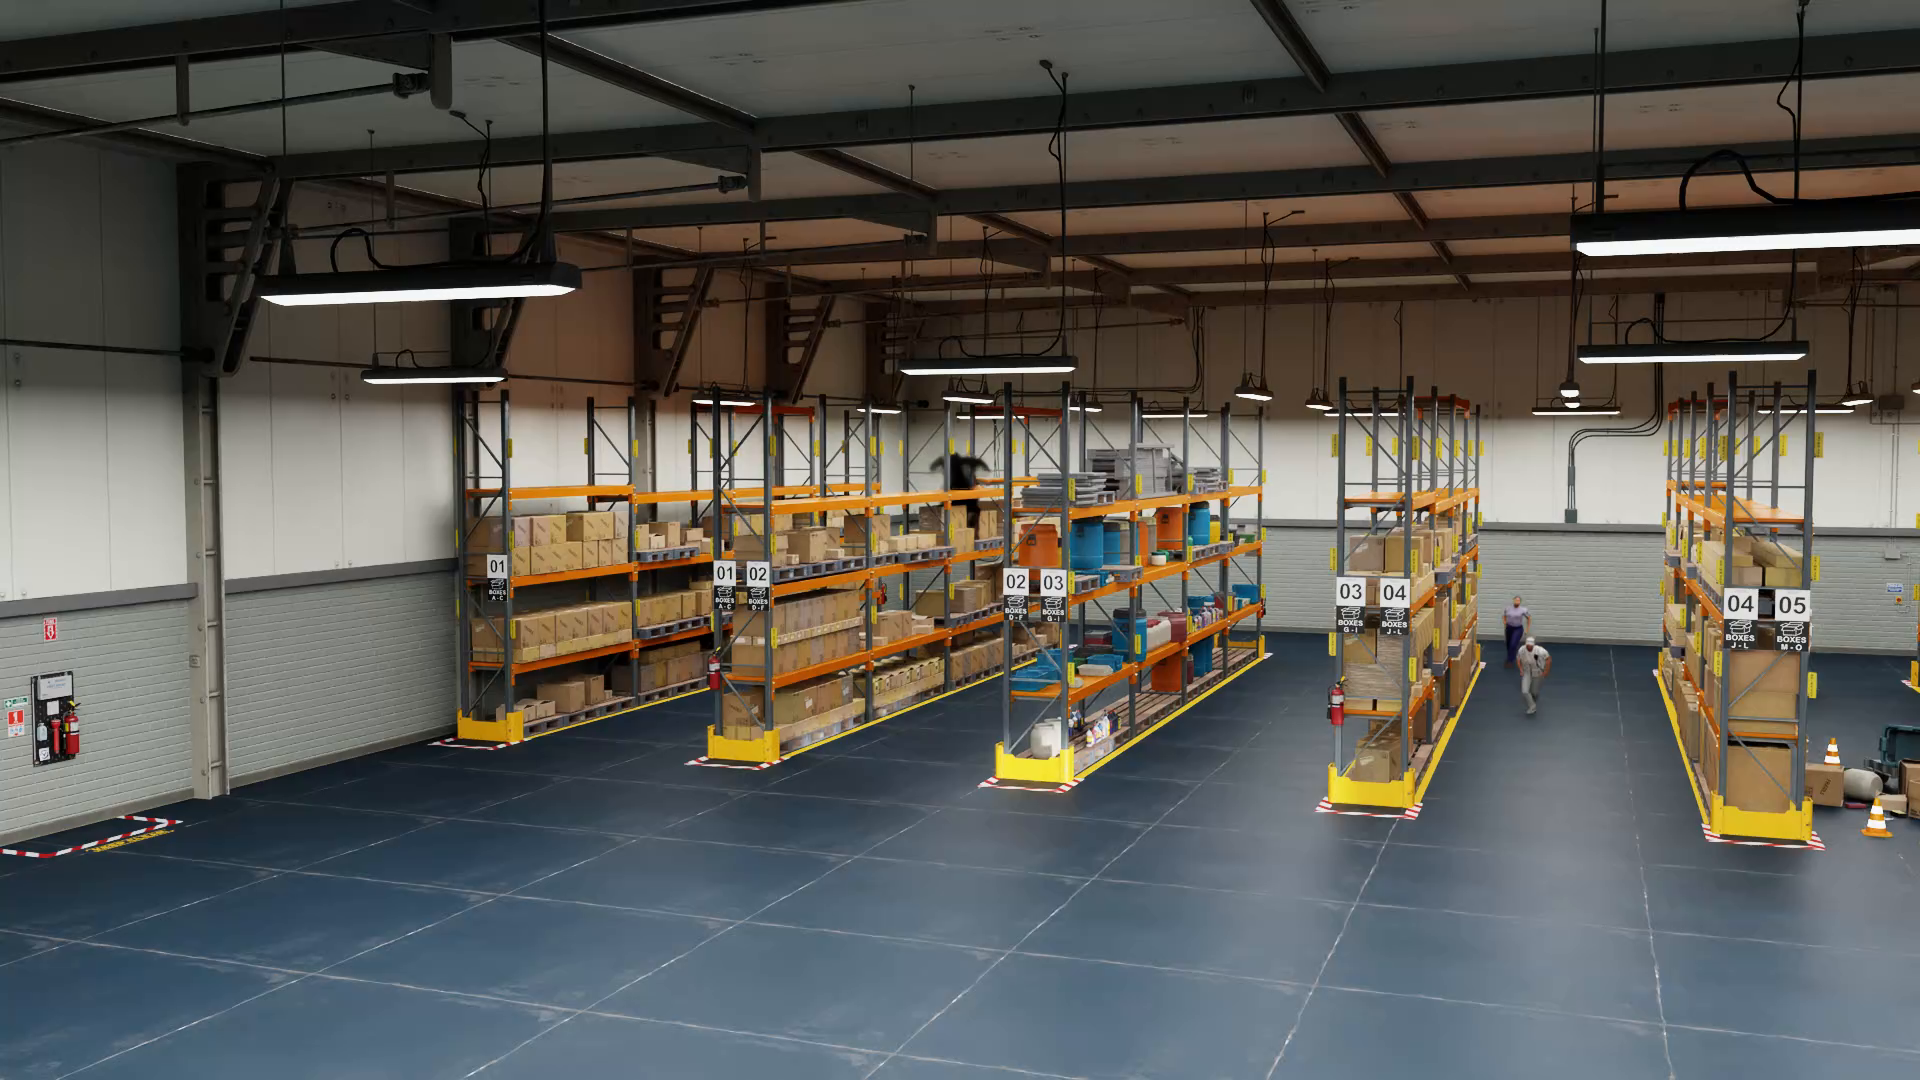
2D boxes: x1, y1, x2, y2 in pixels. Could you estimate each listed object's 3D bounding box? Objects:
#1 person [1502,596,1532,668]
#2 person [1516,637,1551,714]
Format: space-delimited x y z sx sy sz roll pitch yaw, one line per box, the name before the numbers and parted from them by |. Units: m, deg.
person | 12.636 2.073 37.863 0.647 1.629 0.887 3 4 41
person | 10.819 2.538 31.346 0.621 1.495 0.917 2 4 27
